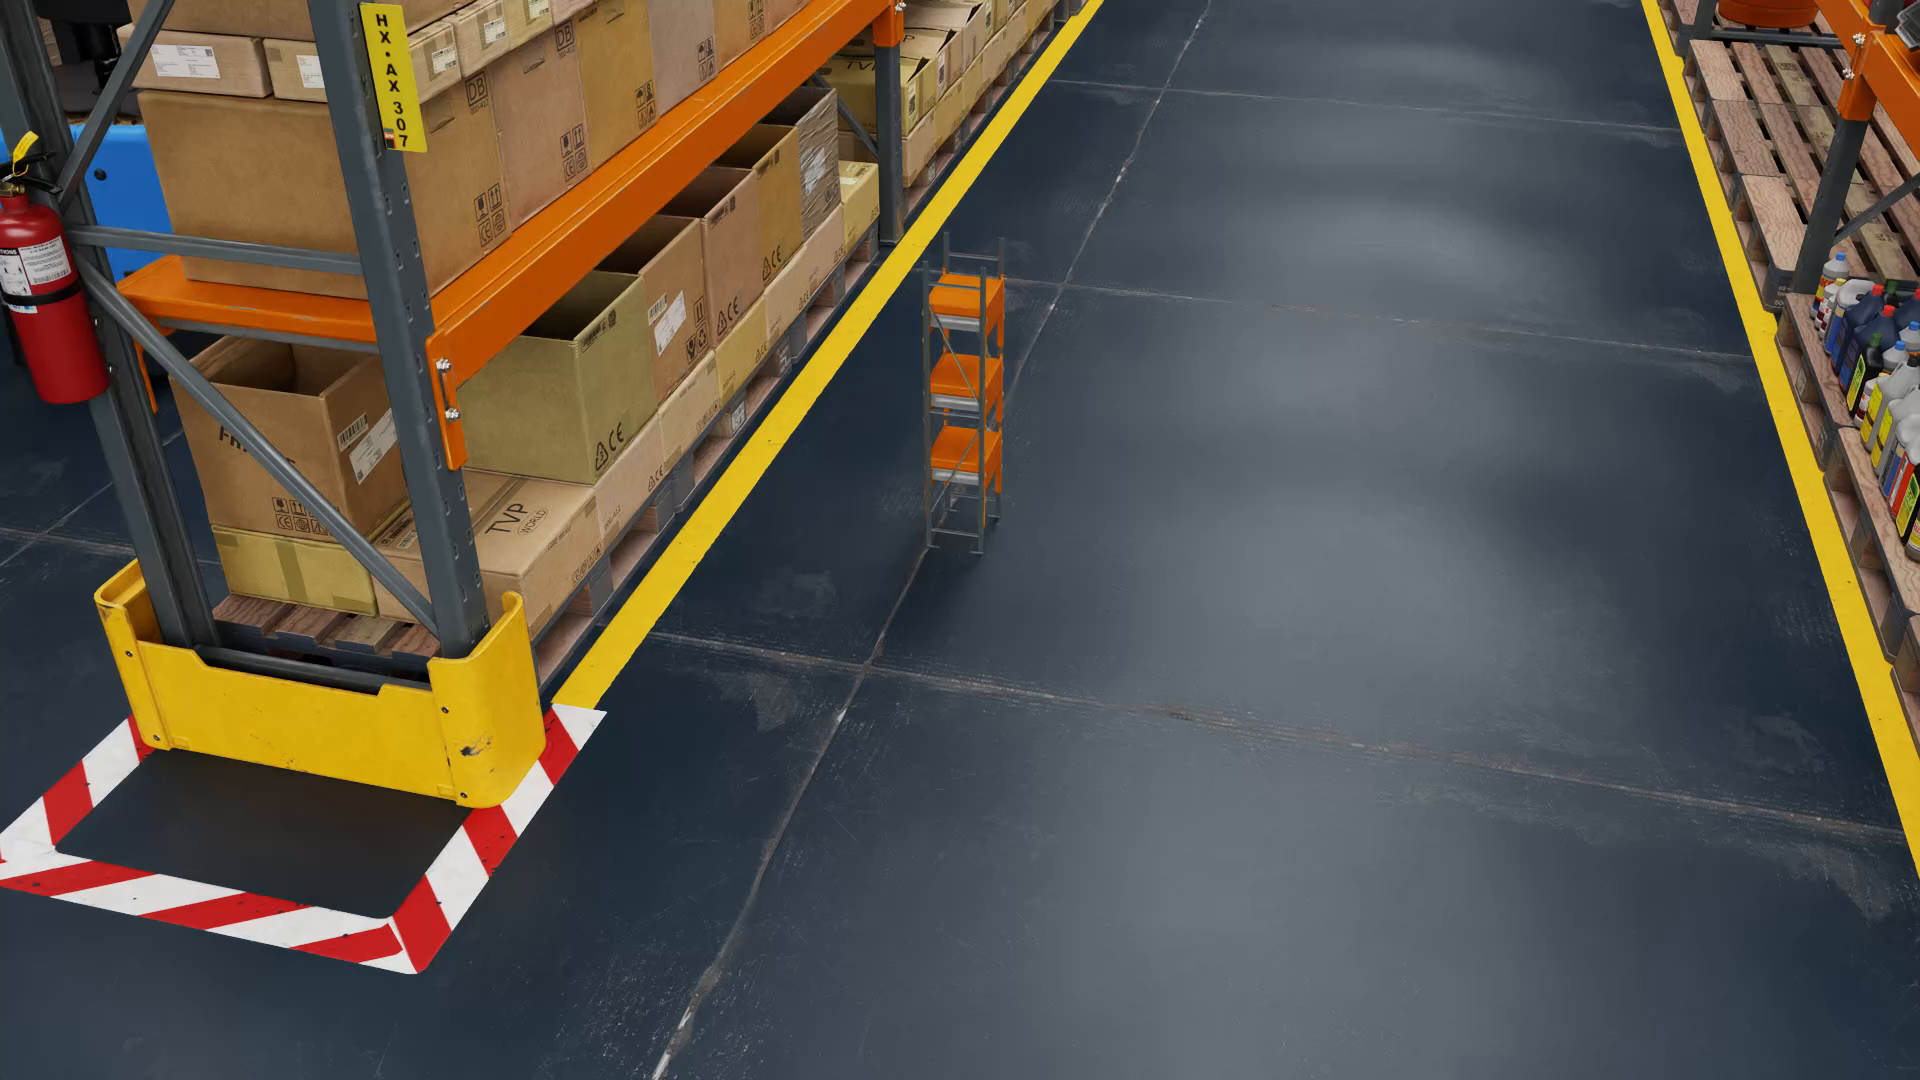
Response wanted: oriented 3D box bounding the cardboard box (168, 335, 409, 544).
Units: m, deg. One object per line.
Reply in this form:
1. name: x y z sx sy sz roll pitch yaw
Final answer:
1. cardboard box: -1.938 -0.351 4.979 0.500 0.500 0.500 8 33 12

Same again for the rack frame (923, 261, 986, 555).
1. rack frame: -0.017 -0.408 5.412 0.200 1.050 0.008 8 33 12

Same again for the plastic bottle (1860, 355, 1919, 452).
1. plastic bottle: 3.257 -0.485 5.776 0.144 0.351 0.185 8 33 12

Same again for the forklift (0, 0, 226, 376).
1. forklift: -3.244 -2.644 7.178 1.130 2.935 3.031 0 32 1

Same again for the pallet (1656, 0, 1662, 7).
1. pallet: 5.506 -4.043 11.913 1.003 0.211 1.213 8 33 12

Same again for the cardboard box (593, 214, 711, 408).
1. cardboard box: -1.196 -0.801 5.687 0.500 0.500 0.500 8 33 12

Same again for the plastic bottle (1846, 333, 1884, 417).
1. plastic bottle: 3.283 -0.597 6.015 0.061 0.283 0.133 9 34 15

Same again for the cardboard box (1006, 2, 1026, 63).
1. cardboard box: 0.088 -3.032 9.896 0.500 0.250 0.500 9 33 13

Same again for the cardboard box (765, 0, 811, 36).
1. cardboard box: -1.005 -2.311 6.496 0.700 0.500 0.500 8 33 12

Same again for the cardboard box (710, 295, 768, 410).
1. cardboard box: -1.053 -0.742 6.293 0.500 0.250 0.500 8 33 12

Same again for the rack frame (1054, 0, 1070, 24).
1. rack frame: 0.244 -4.850 10.584 1.000 3.000 0.127 8 33 12

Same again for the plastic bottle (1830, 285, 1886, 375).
1. plastic bottle: 3.413 -0.804 6.277 0.144 0.351 0.185 9 34 14

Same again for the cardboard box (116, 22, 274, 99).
1. cardboard box: -1.874 -1.239 4.205 0.380 0.149 0.250 7 33 12

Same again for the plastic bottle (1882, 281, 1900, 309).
1. plastic bottle: 3.562 -0.846 6.407 0.061 0.283 0.133 8 33 12

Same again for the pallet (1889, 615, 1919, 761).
1. pallet: 3.189 0.688 4.472 1.003 0.211 1.213 8 33 12

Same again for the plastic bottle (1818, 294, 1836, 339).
1. plastic bottle: 3.463 -0.892 6.555 0.097 0.201 0.097 0 32 0

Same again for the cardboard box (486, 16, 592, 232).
1. cardboard box: -1.527 -1.255 4.835 0.700 0.500 0.500 9 34 14

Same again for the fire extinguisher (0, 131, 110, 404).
1. fire extinguisher: -2.266 -0.668 4.077 0.296 0.674 0.183 8 33 12

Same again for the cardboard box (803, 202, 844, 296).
1. cardboard box: -0.814 -1.263 7.112 0.500 0.250 0.500 8 33 12

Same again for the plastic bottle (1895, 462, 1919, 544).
1. plastic bottle: 3.058 -0.138 5.292 0.061 0.283 0.133 9 33 14

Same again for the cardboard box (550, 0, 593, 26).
1. cardboard box: -1.283 -1.586 4.752 0.380 0.149 0.250 8 33 12

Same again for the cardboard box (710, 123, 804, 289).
1. cardboard box: -0.939 -1.320 6.502 0.500 0.500 0.500 8 33 12

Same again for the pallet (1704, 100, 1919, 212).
1. pallet: 4.488 -1.969 8.651 1.003 0.211 1.213 8 33 12

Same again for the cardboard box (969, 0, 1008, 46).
1. cardboard box: -0.036 -3.007 9.332 0.500 0.311 0.500 9 34 14

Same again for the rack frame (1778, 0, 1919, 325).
1. rack frame: 4.019 -2.098 6.255 1.000 3.000 0.127 8 33 12

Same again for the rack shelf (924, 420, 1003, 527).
1. rack shelf: 0.014 -0.227 5.667 0.215 0.259 0.240 8 33 12

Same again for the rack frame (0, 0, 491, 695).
1. rack frame: -1.786 -0.699 4.053 1.000 3.000 0.127 8 33 12

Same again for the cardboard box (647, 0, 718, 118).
1. cardboard box: -1.265 -1.785 5.669 0.700 0.500 0.500 9 34 14

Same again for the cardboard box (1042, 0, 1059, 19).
1. cardboard box: 0.346 -3.561 10.727 0.500 0.250 0.500 9 33 14

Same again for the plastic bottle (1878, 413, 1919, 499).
1. plastic bottle: 3.172 -0.271 5.508 0.152 0.276 0.135 7 33 11

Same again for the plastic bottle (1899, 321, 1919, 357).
1. plastic bottle: 3.493 -0.678 6.154 0.097 0.271 0.097 0 32 0

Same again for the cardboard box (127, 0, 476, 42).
1. cardboard box: -1.642 -1.557 4.100 0.700 0.500 0.500 8 33 13

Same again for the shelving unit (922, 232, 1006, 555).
1. shelving unit: 0.014 -0.471 5.512 0.215 1.050 0.252 8 33 12

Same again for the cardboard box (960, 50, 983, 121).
1. cardboard box: -0.169 -2.501 9.060 0.500 0.250 0.500 7 33 11

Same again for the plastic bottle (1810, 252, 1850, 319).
1. plastic bottle: 3.514 -1.027 6.702 0.097 0.271 0.097 0 32 0

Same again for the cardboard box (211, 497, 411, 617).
1. cardboard box: -1.936 -0.034 5.179 0.500 0.250 0.500 8 33 12

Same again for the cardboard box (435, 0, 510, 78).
1. cardboard box: -1.414 -1.326 4.343 0.380 0.149 0.250 7 33 11

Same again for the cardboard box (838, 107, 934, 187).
1. cardboard box: -0.429 -1.967 8.220 0.500 0.250 0.500 7 33 11

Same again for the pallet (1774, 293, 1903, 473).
1. pallet: 3.808 -0.579 6.463 1.003 0.211 1.213 8 33 12

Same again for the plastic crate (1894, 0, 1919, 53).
1. plastic crate: 3.763 -1.818 5.871 0.767 0.338 0.504 8 33 12

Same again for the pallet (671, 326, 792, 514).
1. pallet: -1.321 -0.556 6.427 1.003 0.211 1.213 8 33 12

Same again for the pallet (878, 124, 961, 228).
1. pallet: -0.622 -1.985 8.676 1.003 0.211 1.213 8 33 12

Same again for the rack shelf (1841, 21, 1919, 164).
1. rack shelf: 3.512 -0.757 4.815 1.077 0.370 4.000 8 33 12

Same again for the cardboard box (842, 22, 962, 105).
1. cardboard box: -0.293 -2.468 8.484 0.500 0.311 0.500 8 33 12

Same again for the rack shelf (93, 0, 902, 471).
1. rack shelf: -1.279 -1.433 5.879 1.077 0.370 4.000 8 33 12

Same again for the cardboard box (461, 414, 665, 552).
1. cardboard box: -1.312 -0.224 5.477 0.500 0.250 0.500 8 33 12

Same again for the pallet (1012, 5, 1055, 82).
1. pallet: -0.003 -3.252 10.668 1.003 0.211 1.213 8 33 12

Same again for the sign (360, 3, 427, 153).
1. sign: -1.251 -1.019 3.676 0.100 0.325 0.005 8 33 12
